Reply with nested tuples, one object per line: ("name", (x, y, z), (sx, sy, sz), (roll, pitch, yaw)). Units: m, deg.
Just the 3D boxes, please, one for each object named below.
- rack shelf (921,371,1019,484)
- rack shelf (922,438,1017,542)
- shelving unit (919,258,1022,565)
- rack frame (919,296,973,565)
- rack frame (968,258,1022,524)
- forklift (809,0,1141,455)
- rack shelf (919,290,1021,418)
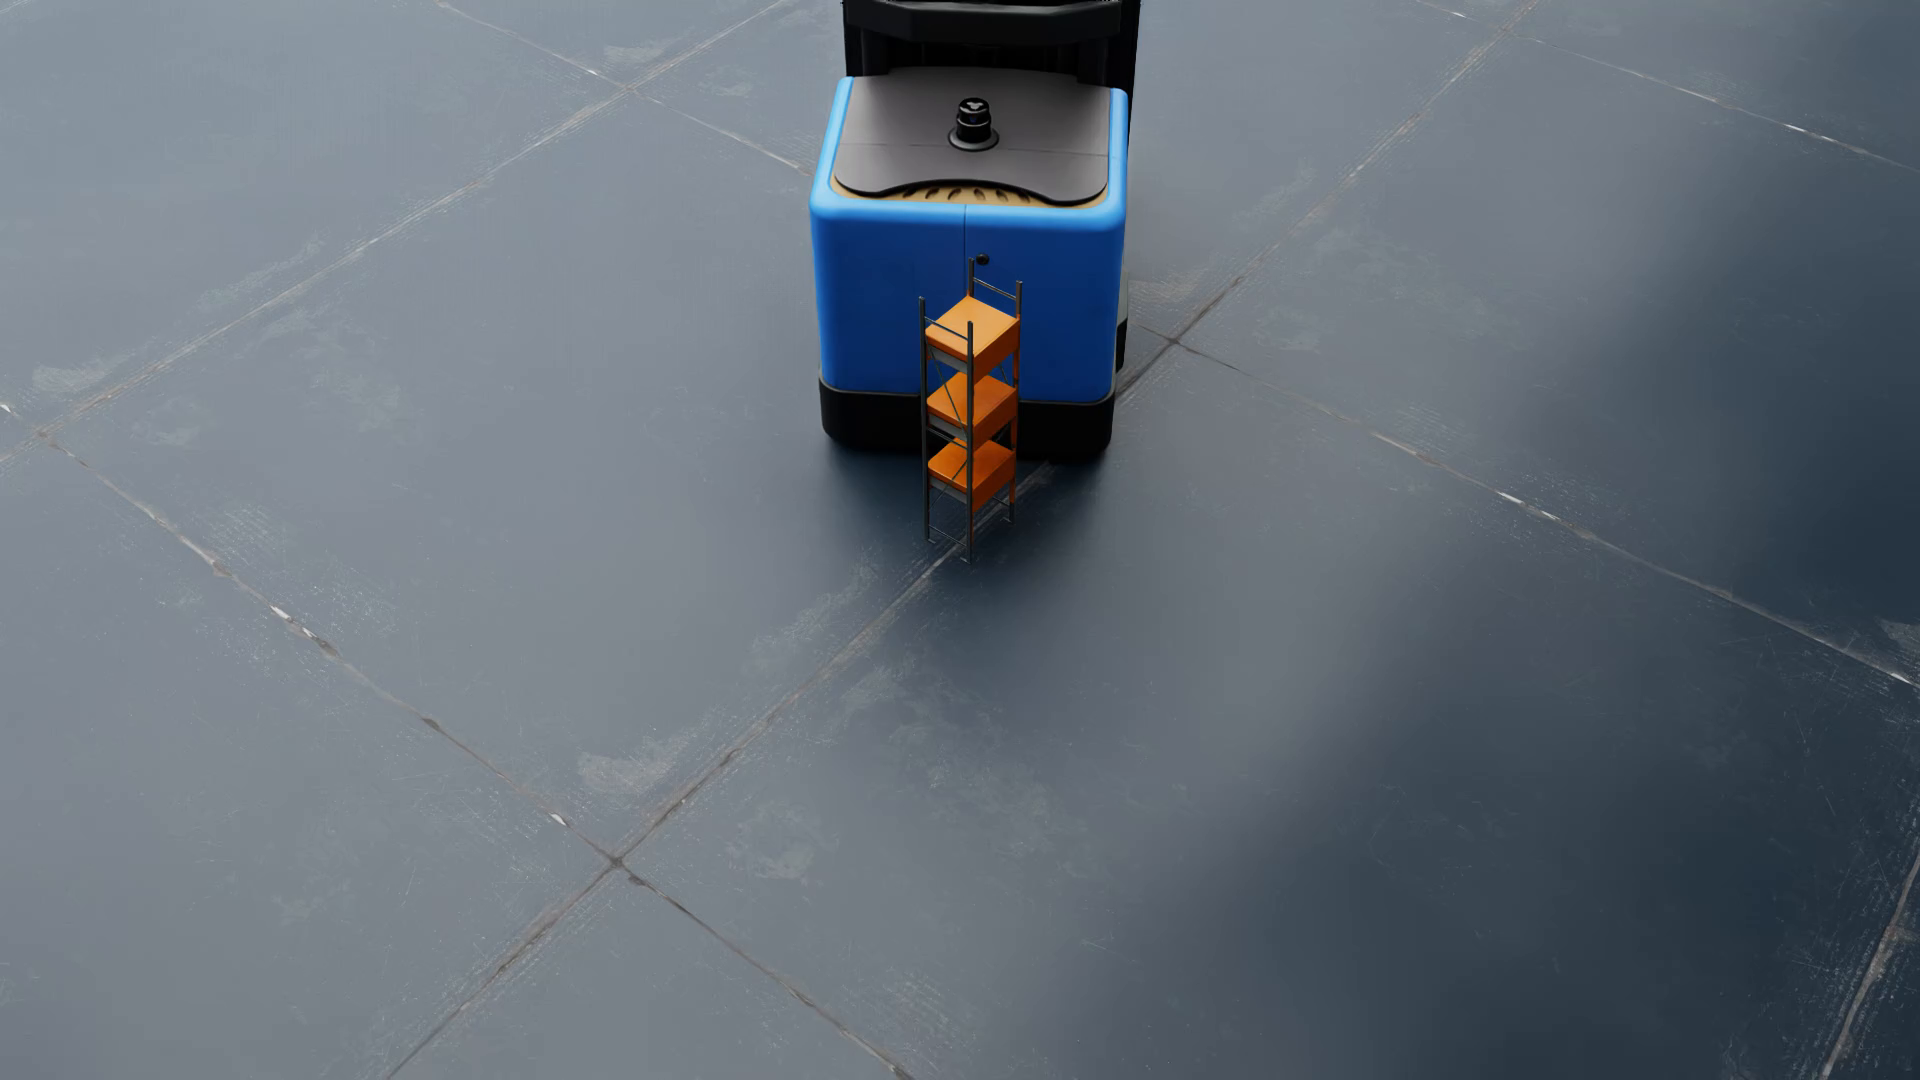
("rack shelf", (0.033, -0.386, 5.407), (0.215, 0.259, 0.240), (29, 53, 25))
("rack shelf", (0.033, -0.194, 5.608), (0.215, 0.259, 0.240), (29, 53, 25))
("shelving unit", (0.033, -0.393, 5.400), (0.215, 1.050, 0.252), (29, 53, 25))
("rack frame", (-0.042, -0.323, 5.333), (0.200, 1.050, 0.008), (29, 53, 25))
("rack frame", (0.107, -0.463, 5.466), (0.200, 1.050, 0.008), (29, 53, 25))
("forklift", (0.134, -2.381, 5.997), (1.130, 2.935, 3.031), (3, 46, 3))
("rack shelf", (0.033, -0.582, 5.202), (0.215, 0.259, 0.240), (29, 53, 25))
